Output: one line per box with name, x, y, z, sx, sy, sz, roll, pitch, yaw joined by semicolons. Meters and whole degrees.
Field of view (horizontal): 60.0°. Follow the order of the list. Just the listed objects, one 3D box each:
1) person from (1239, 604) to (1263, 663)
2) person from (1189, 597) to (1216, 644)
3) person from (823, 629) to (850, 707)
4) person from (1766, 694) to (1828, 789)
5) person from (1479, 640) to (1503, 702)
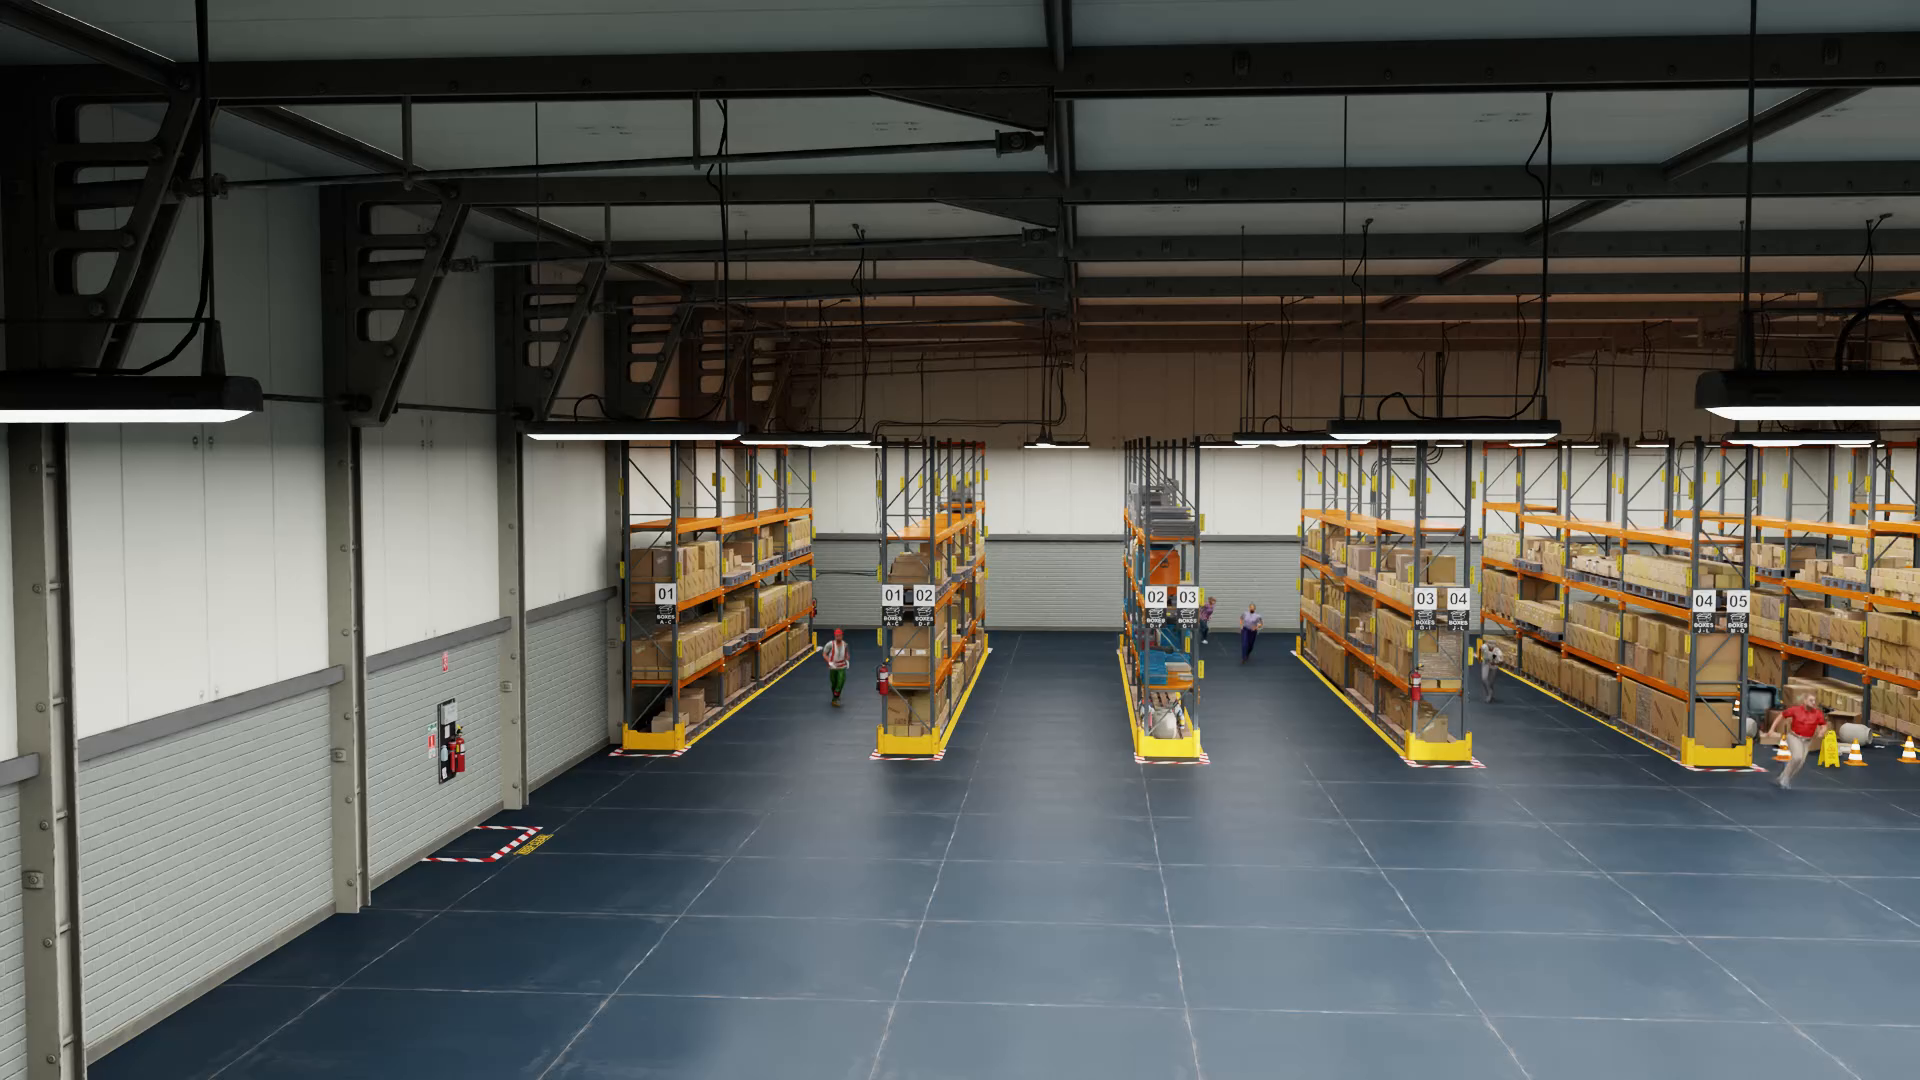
person;7.894;2.527;45.171;0.647;1.612;0.714;1;3;14
person;7.229;2.372;49.532;0.910;1.424;0.543;3;4;43
person;-2.795;2.859;37.438;0.639;1.735;0.677;-1;3;-16
person;14.239;3.416;28.136;0.834;1.644;0.712;0;3;-7
person;12.211;2.976;38.244;0.569;1.445;1.111;1;3;21
